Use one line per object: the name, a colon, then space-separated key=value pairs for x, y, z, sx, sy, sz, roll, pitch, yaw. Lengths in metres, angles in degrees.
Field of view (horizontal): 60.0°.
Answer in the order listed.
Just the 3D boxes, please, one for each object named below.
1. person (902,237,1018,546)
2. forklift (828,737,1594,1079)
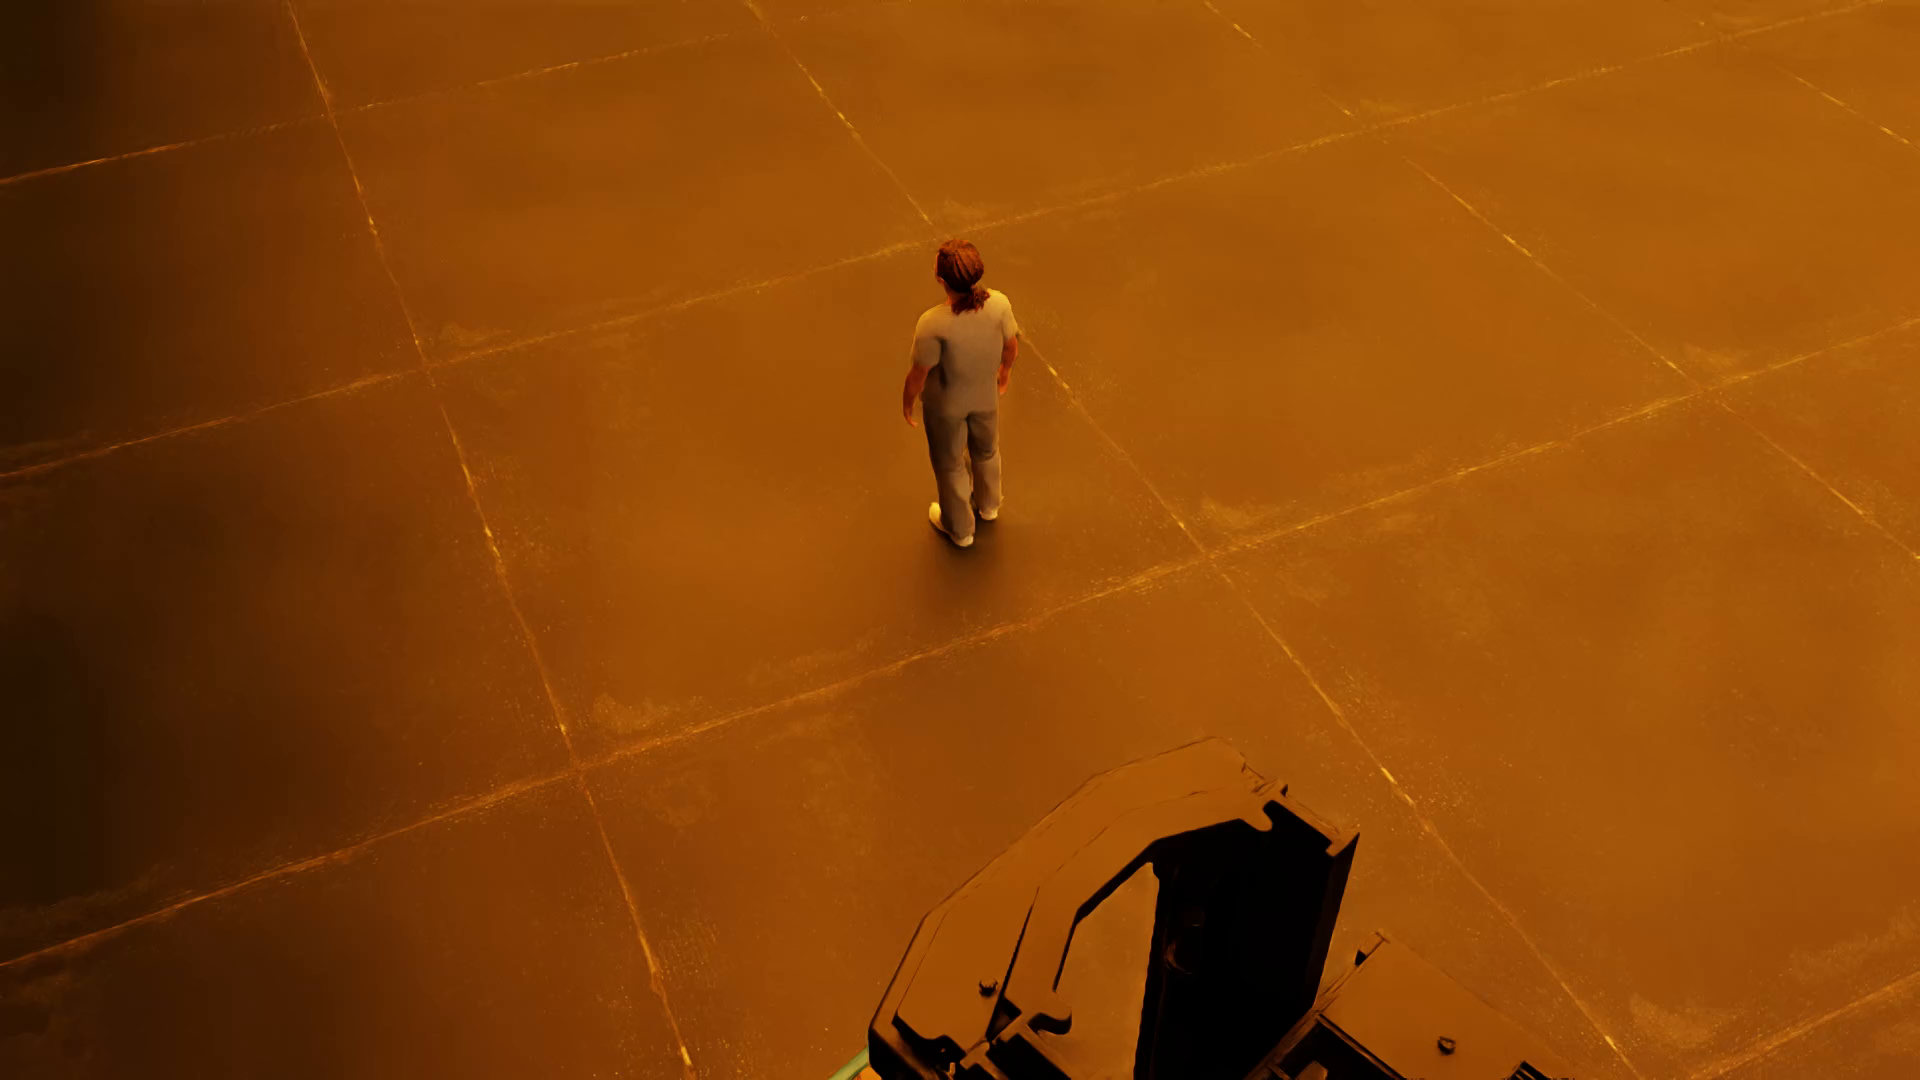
person: x=-0.019 y=-0.667 z=7.305 sx=0.550 sy=1.674 sz=0.548 roll=-18 pitch=46 yaw=-18
forklift: x=0.682 y=1.935 z=3.607 sx=1.130 sy=2.935 sz=3.031 roll=-34 pitch=53 yaw=-31
